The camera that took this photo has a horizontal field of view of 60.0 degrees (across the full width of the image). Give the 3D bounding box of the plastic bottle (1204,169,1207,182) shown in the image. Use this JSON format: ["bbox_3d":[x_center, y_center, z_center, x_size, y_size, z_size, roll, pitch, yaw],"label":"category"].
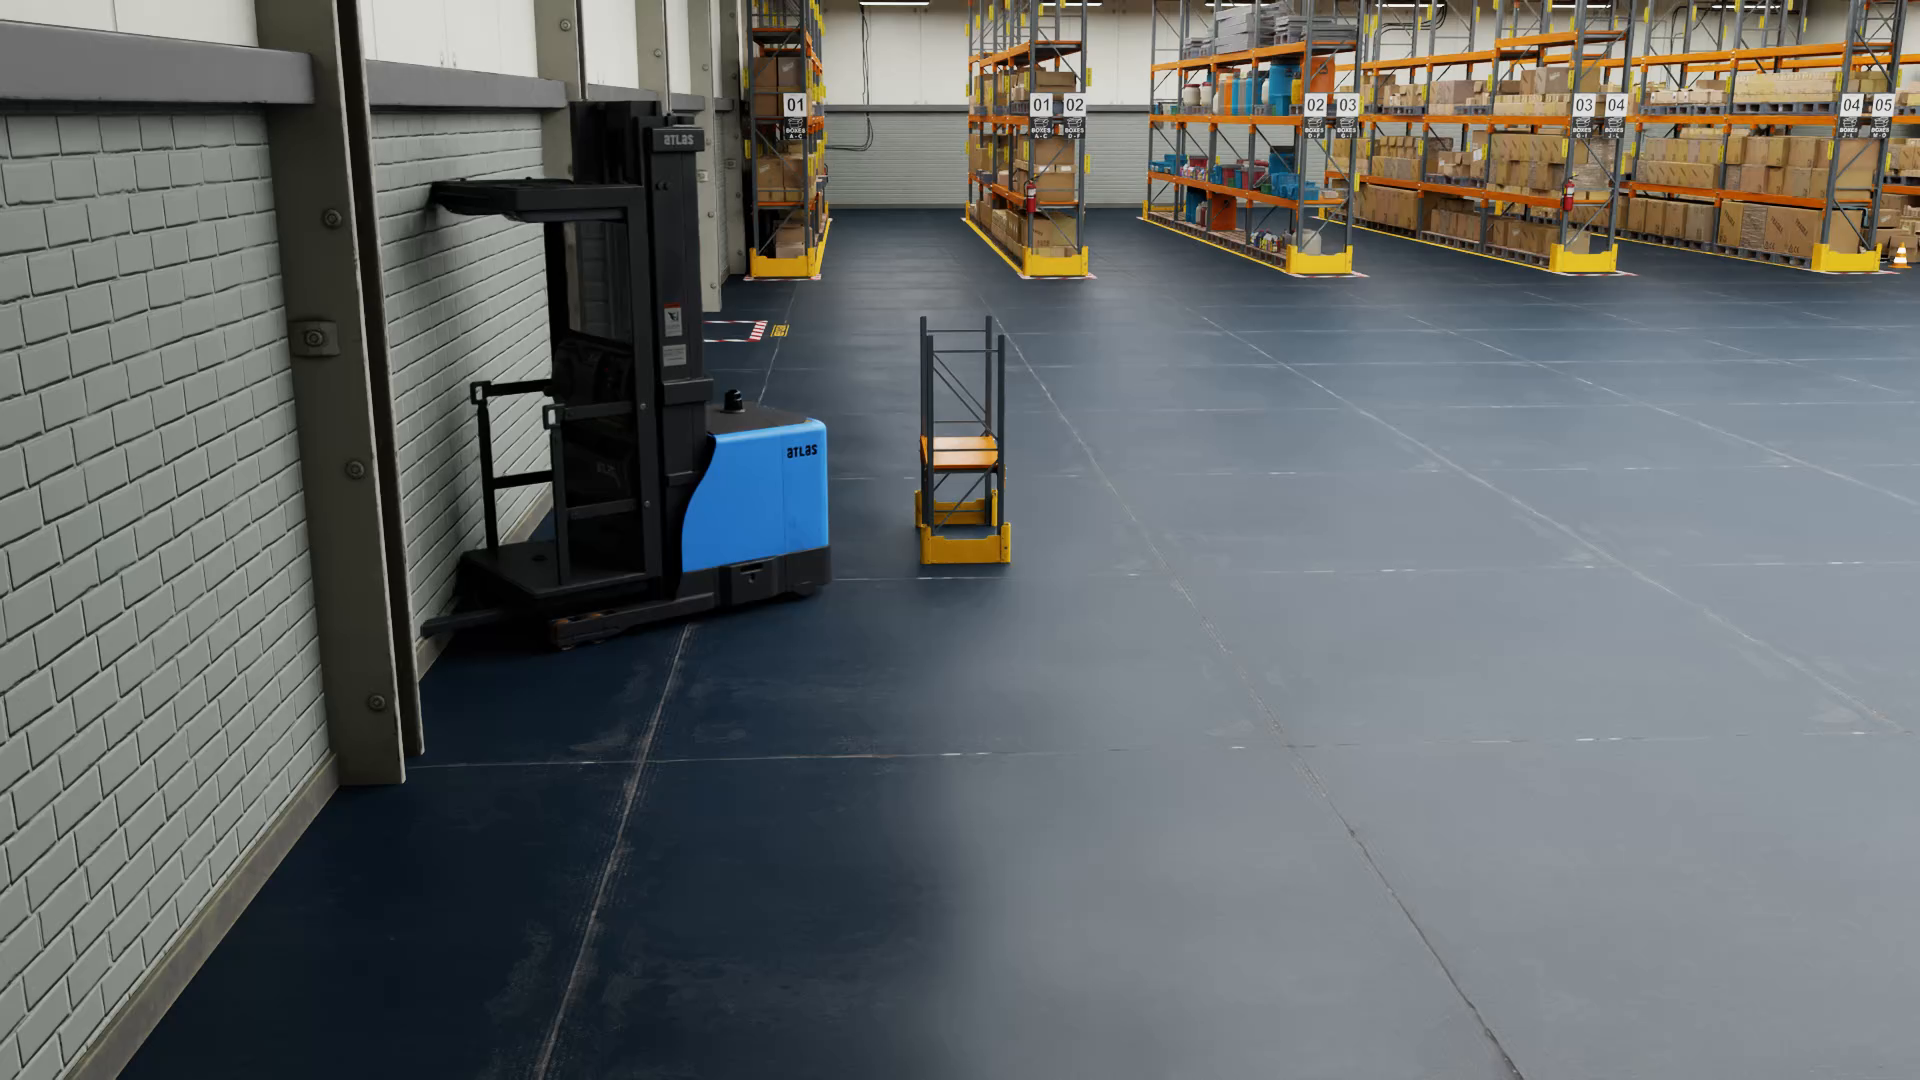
[{"bbox_3d":[5.719,-8.469,38.656,0.061,0.283,0.133,-1,14,-3],"label":"plastic bottle"}]

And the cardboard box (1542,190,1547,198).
[{"bbox_3d":[11.317,-6.593,31.635,0.380,0.149,0.250,-1,14,-3],"label":"cardboard box"}]

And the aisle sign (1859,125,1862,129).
[{"bbox_3d":[25.179,-11.942,46.704,0.394,0.787,0.004,-1,14,-3],"label":"aisle sign"}]

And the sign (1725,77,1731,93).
[{"bbox_3d":[15.791,-9.352,34.165,0.100,0.325,0.005,-1,14,-3],"label":"sign"}]

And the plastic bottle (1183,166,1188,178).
[{"bbox_3d":[5.607,-9.097,41.111,0.152,0.276,0.135,-1,14,-3],"label":"plastic bottle"}]

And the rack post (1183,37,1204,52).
[{"bbox_3d":[5.957,-12.028,40.365,0.937,0.300,0.954,-1,14,-4],"label":"rack post"}]

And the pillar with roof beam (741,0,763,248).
[{"bbox_3d":[-0.190,-10.856,35.661,9.100,9.000,0.400,-1,14,-3],"label":"pillar with roof beam"}]

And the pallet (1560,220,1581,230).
[{"bbox_3d":[15.886,-7.953,42.012,1.003,0.211,1.213,-1,14,-3],"label":"pallet"}]

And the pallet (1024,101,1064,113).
[{"bbox_3d":[1.717,-7.895,30.349,1.003,0.211,1.213,-1,14,-3],"label":"pallet"}]

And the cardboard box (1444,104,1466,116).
[{"bbox_3d":[10.975,-9.454,36.533,0.500,0.250,0.500,-1,14,-2],"label":"cardboard box"}]

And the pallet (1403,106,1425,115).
[{"bbox_3d":[11.034,-9.971,38.619,1.213,0.211,1.003,0,14,-1],"label":"pallet"}]

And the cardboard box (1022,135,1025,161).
[{"bbox_3d":[1.584,-7.620,32.318,0.700,0.500,0.500,-1,14,-3],"label":"cardboard box"}]

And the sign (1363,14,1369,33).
[{"bbox_3d":[7.229,-9.196,29.628,0.100,0.325,0.005,-1,14,-3],"label":"sign"}]

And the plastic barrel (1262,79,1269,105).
[{"bbox_3d":[6.262,-8.979,33.319,0.421,0.512,0.421,0,14,0],"label":"plastic barrel"}]

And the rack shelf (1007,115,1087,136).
[{"bbox_3d":[1.611,-7.911,31.676,1.077,0.370,4.000,-1,14,-3],"label":"rack shelf"}]

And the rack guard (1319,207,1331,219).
[{"bbox_3d":[10.630,-9.236,46.418,1.175,0.500,0.348,-1,14,-3],"label":"rack guard"}]

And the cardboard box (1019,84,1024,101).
[{"bbox_3d":[1.366,-8.410,31.229,0.500,0.311,0.500,1,14,3],"label":"cardboard box"}]

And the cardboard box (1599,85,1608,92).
[{"bbox_3d":[15.801,-10.817,40.477,0.797,0.503,0.637,-1,14,-4],"label":"cardboard box"}]

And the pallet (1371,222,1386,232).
[{"bbox_3d":[11.002,-7.904,41.823,1.003,0.211,1.213,-1,14,-3],"label":"pallet"}]

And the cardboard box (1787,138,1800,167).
[{"bbox_3d":[16.570,-7.478,32.101,0.875,0.550,0.550,-1,14,-3],"label":"cardboard box"}]

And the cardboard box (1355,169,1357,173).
[{"bbox_3d":[10.486,-9.586,43.269,0.380,0.149,0.250,-1,14,-2],"label":"cardboard box"}]

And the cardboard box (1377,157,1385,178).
[{"bbox_3d":[10.690,-9.250,41.259,0.500,0.500,0.500,-1,14,-3],"label":"cardboard box"}]

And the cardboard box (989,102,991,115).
[{"bbox_3d":[1.147,-10.034,38.286,0.910,0.500,0.500,-1,14,-3],"label":"cardboard box"}]

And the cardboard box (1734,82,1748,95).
[{"bbox_3d":[16.083,-9.157,33.738,0.500,0.250,0.500,-1,14,-3],"label":"cardboard box"}]

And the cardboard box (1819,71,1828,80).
[{"bbox_3d":[16.206,-8.622,30.858,0.380,0.149,0.250,-1,14,-3],"label":"cardboard box"}]

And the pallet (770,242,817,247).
[{"bbox_3d":[-3.506,-6.069,34.692,1.003,0.211,1.213,-1,14,-3],"label":"pallet"}]

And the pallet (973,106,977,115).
[{"bbox_3d":[0.962,-10.492,40.641,1.213,0.211,1.003,-1,14,-3],"label":"pallet"}]

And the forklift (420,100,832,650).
[{"bbox_3d":[-2.265,-0.963,9.385,3.031,2.935,1.130,-11,18,-37],"label":"forklift"}]

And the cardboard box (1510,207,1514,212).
[{"bbox_3d":[15.399,-9.115,45.812,0.380,0.149,0.250,-1,14,-4],"label":"cardboard box"}]

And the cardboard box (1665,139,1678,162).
[{"bbox_3d":[16.168,-8.669,36.994,0.700,0.500,0.500,-1,14,-4],"label":"cardboard box"}]

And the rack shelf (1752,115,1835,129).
[{"bbox_3d":[20.894,-10.205,40.594,1.077,0.370,4.000,-1,14,-3],"label":"rack shelf"}]

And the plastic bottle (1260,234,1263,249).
[{"bbox_3d":[6.048,-5.981,33.321,0.061,0.283,0.133,0,14,-1],"label":"plastic bottle"}]

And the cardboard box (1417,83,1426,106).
[{"bbox_3d":[11.017,-10.307,38.497,0.797,0.503,0.637,0,14,0],"label":"cardboard box"}]

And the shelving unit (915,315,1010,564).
[{"bbox_3d":[0.005,-0.707,11.266,0.587,1.500,1.083,-1,14,-3],"label":"shelving unit"}]

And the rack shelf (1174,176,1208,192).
[{"bbox_3d":[6.060,-8.523,40.076,1.077,0.370,4.000,-1,14,-3],"label":"rack shelf"}]

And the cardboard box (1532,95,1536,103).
[{"bbox_3d":[11.250,-8.491,31.988,0.380,0.149,0.250,-2,15,-6],"label":"cardboard box"}]

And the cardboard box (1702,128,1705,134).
[{"bbox_3d":[20.360,-11.087,45.089,0.380,0.149,0.250,-1,14,-3],"label":"cardboard box"}]

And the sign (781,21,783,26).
[{"bbox_3d":[-4.754,-13.638,44.281,0.100,0.325,0.005,-1,14,-3],"label":"sign"}]

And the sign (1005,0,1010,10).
[{"bbox_3d":[0.947,-10.688,32.975,0.100,0.325,0.005,-1,14,-3],"label":"sign"}]

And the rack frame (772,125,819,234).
[{"bbox_3d":[-3.704,-8.221,37.459,1.000,3.000,0.127,-1,14,-3],"label":"rack frame"}]

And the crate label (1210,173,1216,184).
[{"bbox_3d":[5.836,-8.182,37.644,0.303,0.233,0.416,-1,14,-3],"label":"crate label"}]

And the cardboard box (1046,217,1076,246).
[{"bbox_3d":[1.891,-5.805,31.239,0.500,0.500,0.500,-1,14,-3],"label":"cardboard box"}]

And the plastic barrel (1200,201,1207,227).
[{"bbox_3d":[6.066,-7.812,39.865,0.600,0.588,0.708,-1,14,-3],"label":"plastic barrel"}]

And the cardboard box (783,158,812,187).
[{"bbox_3d":[-2.938,-6.655,30.128,0.500,0.500,0.500,-1,14,-3],"label":"cardboard box"}]

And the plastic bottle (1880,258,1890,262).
[{"bbox_3d":[18.324,-5.574,33.068,0.133,0.061,0.283,-6,16,-23],"label":"plastic bottle"}]

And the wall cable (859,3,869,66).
[{"bbox_3d":[-1.494,-15.512,49.852,3.097,2.526,0.112,-1,14,-3],"label":"wall cable"}]

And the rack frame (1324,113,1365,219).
[{"bbox_3d":[10.632,-10.440,46.083,1.000,3.000,0.127,-1,14,-3],"label":"rack frame"}]

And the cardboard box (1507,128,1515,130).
[{"bbox_3d":[15.351,-11.053,45.659,0.500,0.500,0.500,-1,14,-4],"label":"cardboard box"}]
